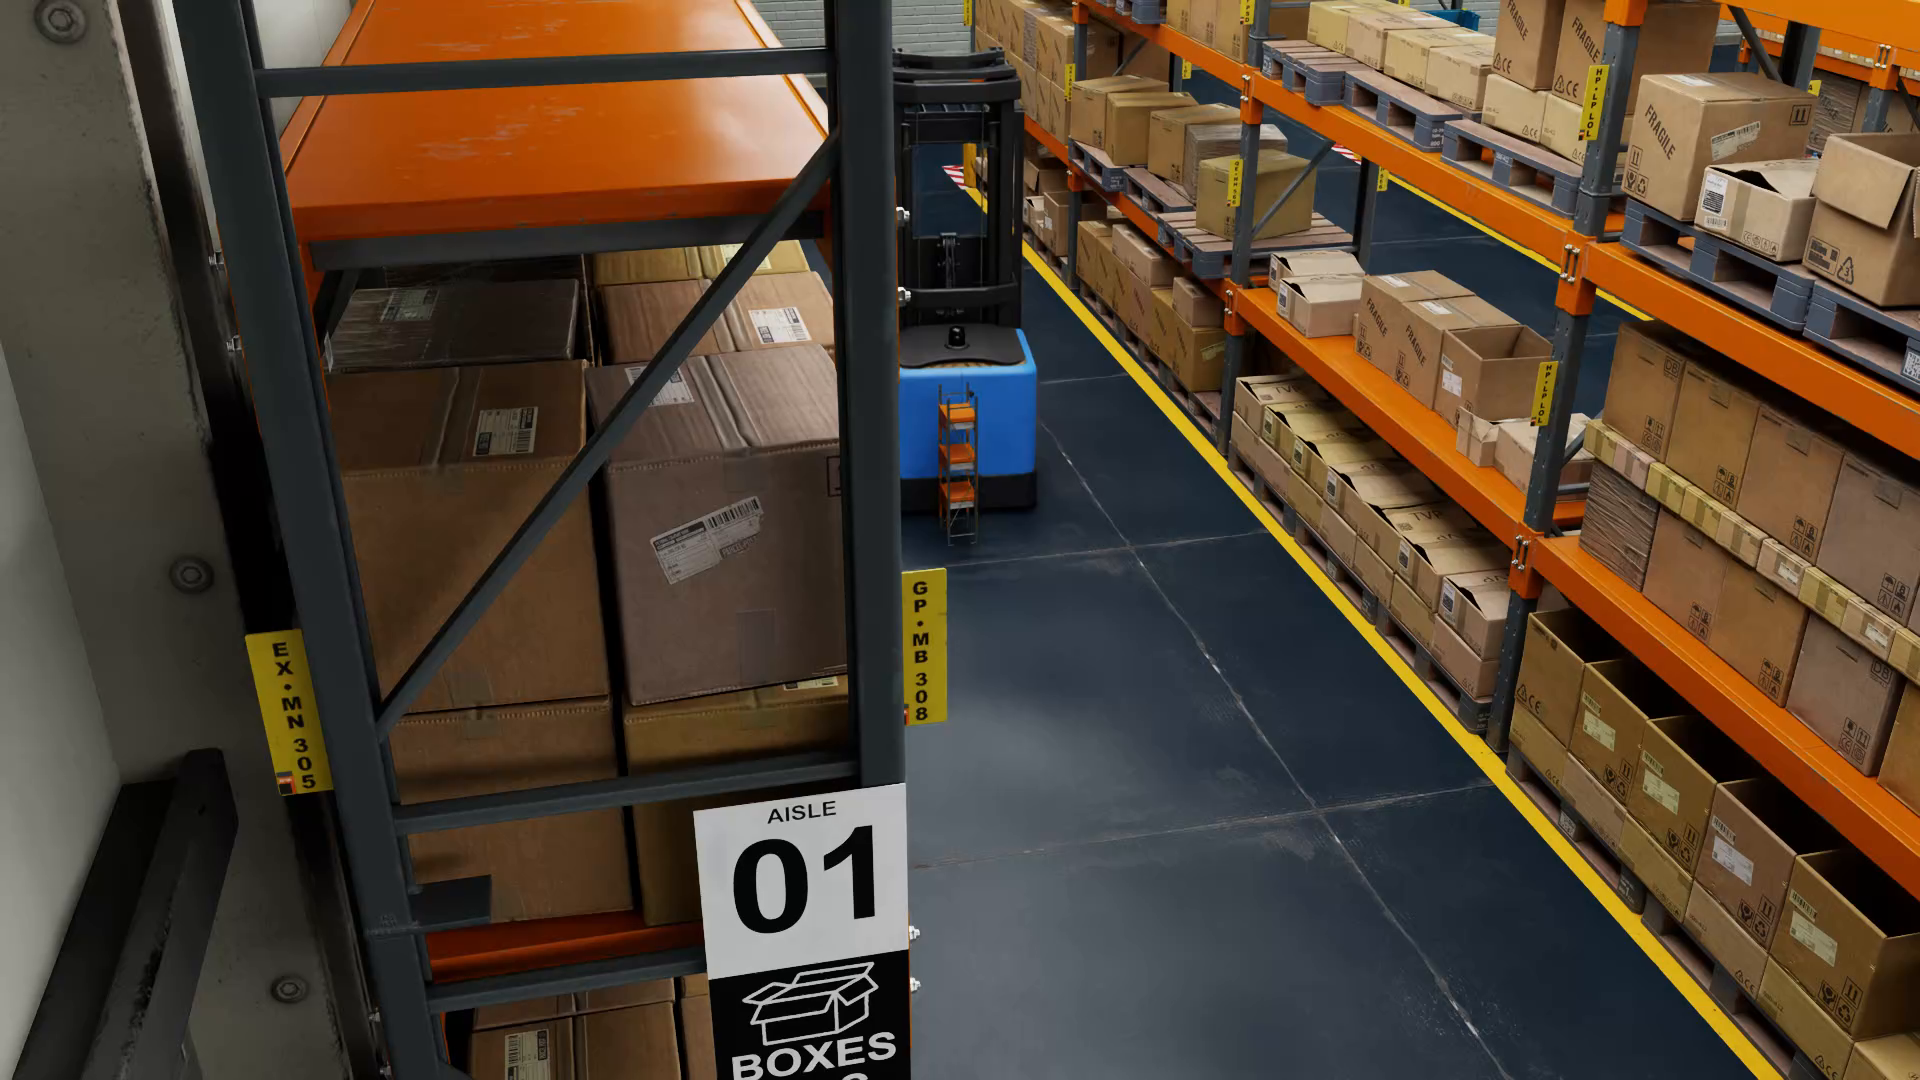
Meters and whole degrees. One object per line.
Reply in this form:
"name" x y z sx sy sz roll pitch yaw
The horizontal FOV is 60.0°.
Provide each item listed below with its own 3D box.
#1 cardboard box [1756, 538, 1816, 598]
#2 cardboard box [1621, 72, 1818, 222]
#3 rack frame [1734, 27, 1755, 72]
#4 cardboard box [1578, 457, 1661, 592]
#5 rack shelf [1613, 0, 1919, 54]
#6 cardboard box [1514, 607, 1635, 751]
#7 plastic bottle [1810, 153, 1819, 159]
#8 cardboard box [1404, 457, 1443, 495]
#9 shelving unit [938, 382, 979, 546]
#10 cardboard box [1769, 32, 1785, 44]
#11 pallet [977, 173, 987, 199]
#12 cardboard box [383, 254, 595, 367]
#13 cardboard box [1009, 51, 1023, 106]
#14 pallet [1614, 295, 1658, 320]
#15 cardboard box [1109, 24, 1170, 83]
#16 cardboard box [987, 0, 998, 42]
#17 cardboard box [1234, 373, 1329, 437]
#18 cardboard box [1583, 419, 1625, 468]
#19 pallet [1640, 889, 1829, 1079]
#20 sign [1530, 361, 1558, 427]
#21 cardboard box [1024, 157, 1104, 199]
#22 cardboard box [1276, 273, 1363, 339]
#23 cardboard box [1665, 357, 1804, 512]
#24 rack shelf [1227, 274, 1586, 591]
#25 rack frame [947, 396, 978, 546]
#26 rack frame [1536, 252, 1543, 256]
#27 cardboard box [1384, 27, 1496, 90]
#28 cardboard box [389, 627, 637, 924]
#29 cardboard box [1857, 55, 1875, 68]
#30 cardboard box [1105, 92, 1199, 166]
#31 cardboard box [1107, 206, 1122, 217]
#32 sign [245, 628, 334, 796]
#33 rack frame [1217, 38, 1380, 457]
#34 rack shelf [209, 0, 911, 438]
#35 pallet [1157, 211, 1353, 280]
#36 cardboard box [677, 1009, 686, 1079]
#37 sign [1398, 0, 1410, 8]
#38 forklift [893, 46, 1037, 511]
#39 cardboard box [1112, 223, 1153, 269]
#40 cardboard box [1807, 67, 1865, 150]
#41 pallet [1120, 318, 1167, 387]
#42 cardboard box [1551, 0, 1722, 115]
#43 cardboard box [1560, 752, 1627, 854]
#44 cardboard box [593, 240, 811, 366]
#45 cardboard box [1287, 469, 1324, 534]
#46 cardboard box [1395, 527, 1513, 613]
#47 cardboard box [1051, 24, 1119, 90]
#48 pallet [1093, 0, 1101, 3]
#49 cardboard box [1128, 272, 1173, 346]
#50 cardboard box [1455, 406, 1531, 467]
"cardboard box" 3.488 0.094 6.751 0.380 0.149 0.250 -7 28 -13
"cardboard box" 3.178 -1.661 6.996 0.500 0.500 0.500 -4 27 -7
"rack frame" 10.270 -6.547 20.739 1.000 3.000 0.127 -6 27 -12
"cardboard box" 3.428 -0.125 7.905 0.700 0.500 0.500 -7 28 -13
"rack shelf" 3.773 -1.575 5.473 1.077 0.370 4.000 -6 27 -12
"cardboard box" 3.121 0.666 8.202 0.500 0.500 0.500 -6 27 -12
"plastic bottle" 7.257 -3.157 14.165 0.097 0.271 0.097 0 27 0
"cardboard box" 3.124 -0.367 10.457 0.500 0.311 0.500 -5 27 -10
"shelving unit" -0.012 -0.492 10.906 0.215 1.050 0.252 -6 27 -12
"cardboard box" 10.087 -6.133 20.198 0.380 0.149 0.250 -6 27 -12
"pallet" 0.815 -3.915 18.618 1.003 0.211 1.213 -6 27 -12
"cardboard box" -1.283 -0.695 4.572 0.500 0.500 0.500 -6 27 -12
"cardboard box" 0.803 -4.700 16.968 0.500 0.500 0.500 -6 27 -11
"pallet" 6.757 -2.164 15.149 1.003 0.211 1.213 -6 27 -12
"cardboard box" 1.687 -4.513 15.489 0.500 0.500 0.500 -5 27 -10
"cardboard box" 0.586 -5.584 17.609 0.500 0.500 0.500 -6 27 -11
"cardboard box" 2.252 -0.981 11.675 0.500 0.311 0.500 -5 27 -10
"cardboard box" 3.194 -0.471 7.871 0.380 0.149 0.250 -6 27 -12
"pallet" 3.739 1.860 7.177 1.003 0.211 1.213 -6 27 -12
"sign" 2.795 -0.697 7.951 0.100 0.325 0.005 -6 27 -12
"cardboard box" 1.090 -3.693 17.367 0.797 0.503 0.637 -6 27 -12
"cardboard box" 2.433 -1.579 10.994 0.500 0.311 0.500 -6 27 -12
"cardboard box" 3.543 -0.483 7.173 0.700 0.500 0.500 -6 27 -12
"rack shelf" 2.871 -0.832 10.214 1.077 0.370 4.000 -6 27 -12
"rack frame" 0.015 -0.439 10.800 0.200 1.050 0.008 -6 27 -12
"rack frame" 6.346 -4.288 16.263 1.000 3.000 0.127 -6 27 -12
"cardboard box" 2.831 -2.816 9.719 0.500 0.250 0.500 -6 27 -13
"cardboard box" -0.943 0.436 3.442 0.500 0.500 0.500 -4 27 -8
"cardboard box" 10.437 -5.456 18.855 0.380 0.149 0.250 -6 27 -11
"cardboard box" 1.624 -3.493 14.111 0.700 0.500 0.500 -2 27 -3
"cardboard box" 1.430 -3.303 16.968 0.380 0.166 0.250 -6 27 -12
"sign" -1.147 0.299 2.863 0.100 0.325 0.005 -6 27 -12
"rack frame" 2.420 -2.031 11.791 1.000 3.000 0.127 -6 27 -12
"rack shelf" -1.053 -1.248 4.384 1.077 0.370 4.000 -6 27 -12
"pallet" 2.199 -2.236 12.410 1.213 0.211 1.003 -6 27 -12
"cardboard box" -0.534 1.571 4.799 0.500 0.250 0.500 -7 28 -13
"sign" 2.963 -3.689 11.085 0.100 0.325 0.005 -6 27 -12
"forklift" -0.124 -2.137 12.077 1.130 2.935 3.031 -2 27 -5
"cardboard box" 1.616 -2.526 14.226 0.500 0.250 0.500 -6 27 -11
"cardboard box" 10.697 -5.114 19.791 0.875 0.875 0.875 -6 27 -12
"pallet" 2.017 -1.652 14.135 1.003 0.211 1.213 -6 27 -12
"cardboard box" 3.221 -2.344 7.951 0.500 0.500 0.500 -6 27 -11
"cardboard box" 3.239 1.220 7.937 0.500 0.250 0.500 -6 27 -12
"cardboard box" -0.643 -0.496 4.179 0.500 0.500 0.500 -5 27 -10
"cardboard box" 2.489 -0.283 10.913 0.500 0.250 0.500 -7 28 -13
"cardboard box" 2.828 0.138 9.456 0.500 0.311 0.500 -5 27 -10
"cardboard box" 1.153 -4.474 15.410 0.500 0.500 0.500 -6 27 -11
"pallet" 1.597 -4.749 14.055 1.213 0.211 1.003 -6 27 -12
"cardboard box" 1.740 -1.955 13.927 0.500 0.500 0.500 -7 28 -14
"cardboard box" 2.945 -0.582 9.070 0.396 0.266 0.258 -7 28 -13
